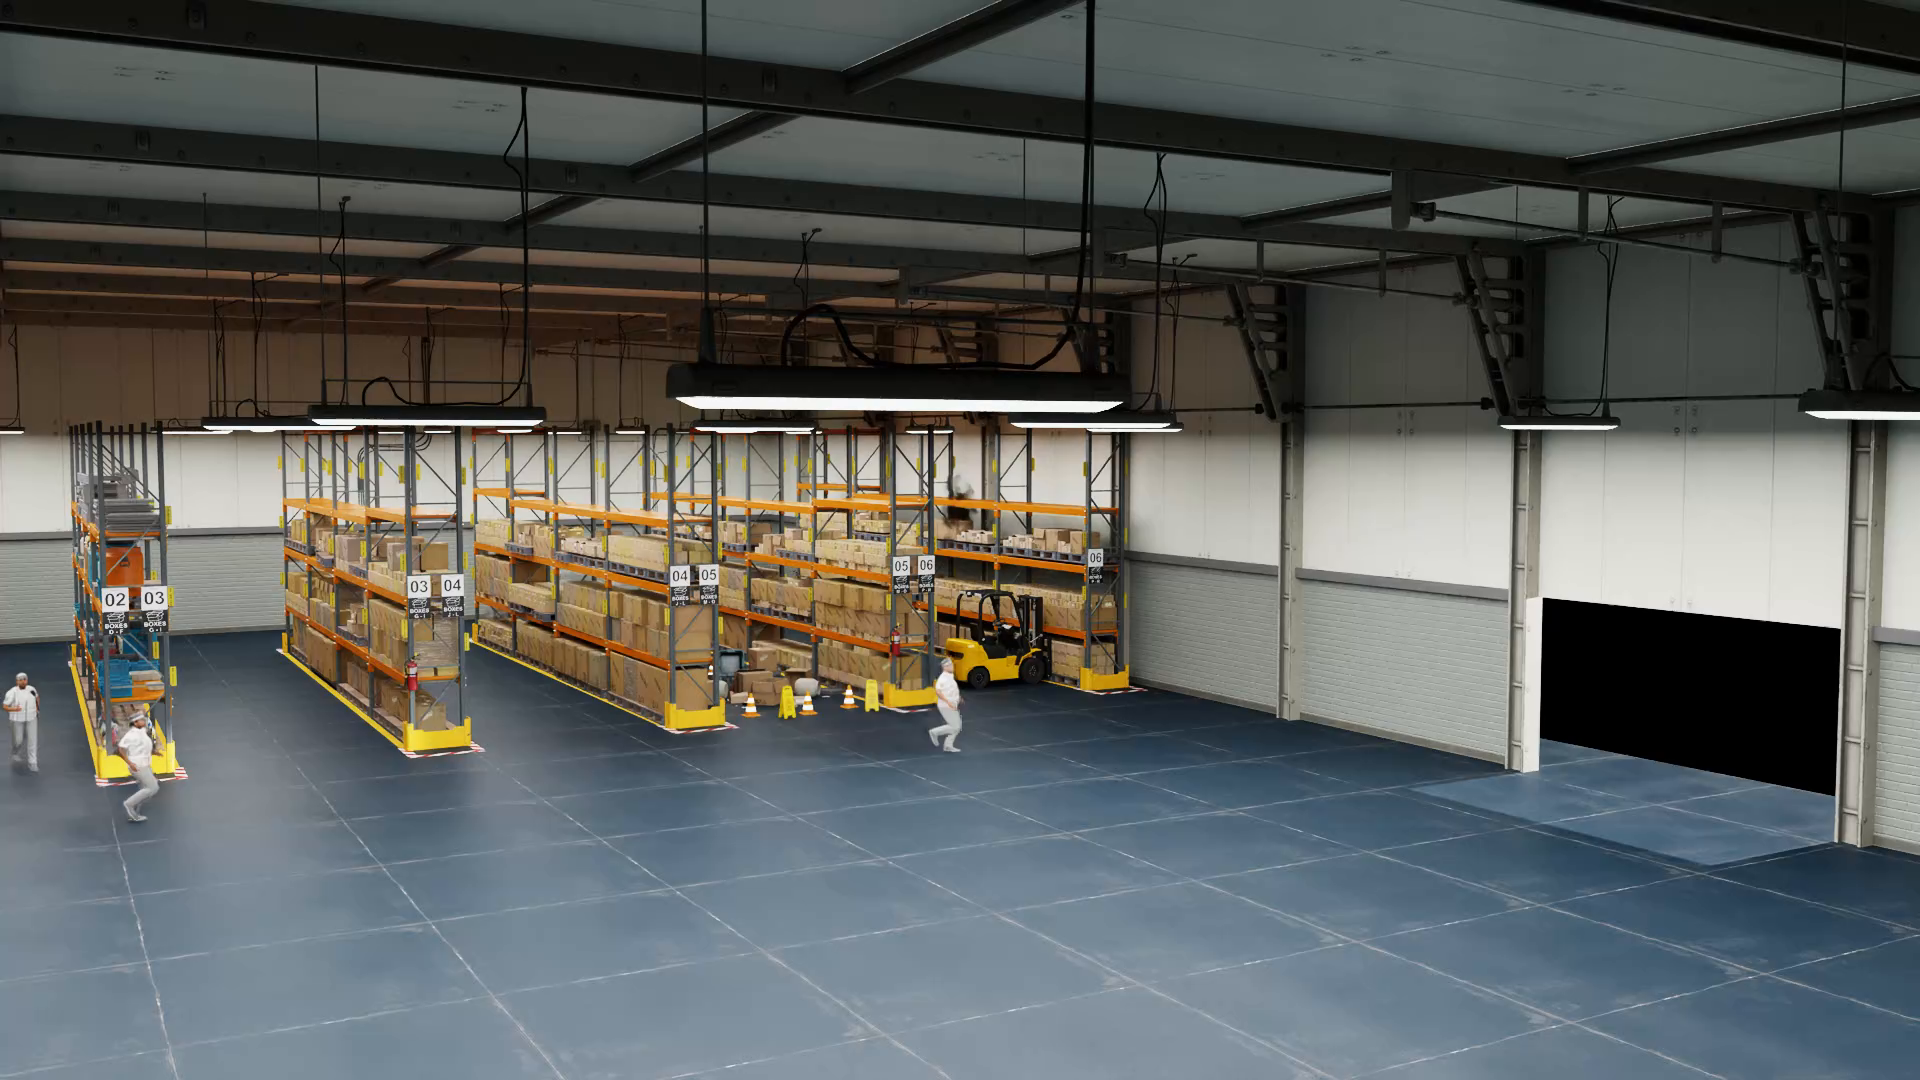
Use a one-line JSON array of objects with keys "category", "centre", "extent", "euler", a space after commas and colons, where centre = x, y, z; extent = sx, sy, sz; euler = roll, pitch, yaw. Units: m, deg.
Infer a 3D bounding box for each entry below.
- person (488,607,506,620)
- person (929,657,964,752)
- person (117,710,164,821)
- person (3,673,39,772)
[{"category": "person", "centre": [-13.317, 1.866, 47.965], "extent": [0.926, 1.796, 0.665], "euler": [-2, 4, -28]}, {"category": "person", "centre": [-0.251, 2.992, 30.217], "extent": [0.602, 1.742, 0.664], "euler": [1, 4, 9]}, {"category": "person", "centre": [-12.148, 3.356, 24.746], "extent": [0.559, 1.652, 0.560], "euler": [0, 4, -7]}, {"category": "person", "centre": [-16.103, 3.112, 28.581], "extent": [0.606, 1.666, 0.924], "euler": [-3, 5, -43]}]
